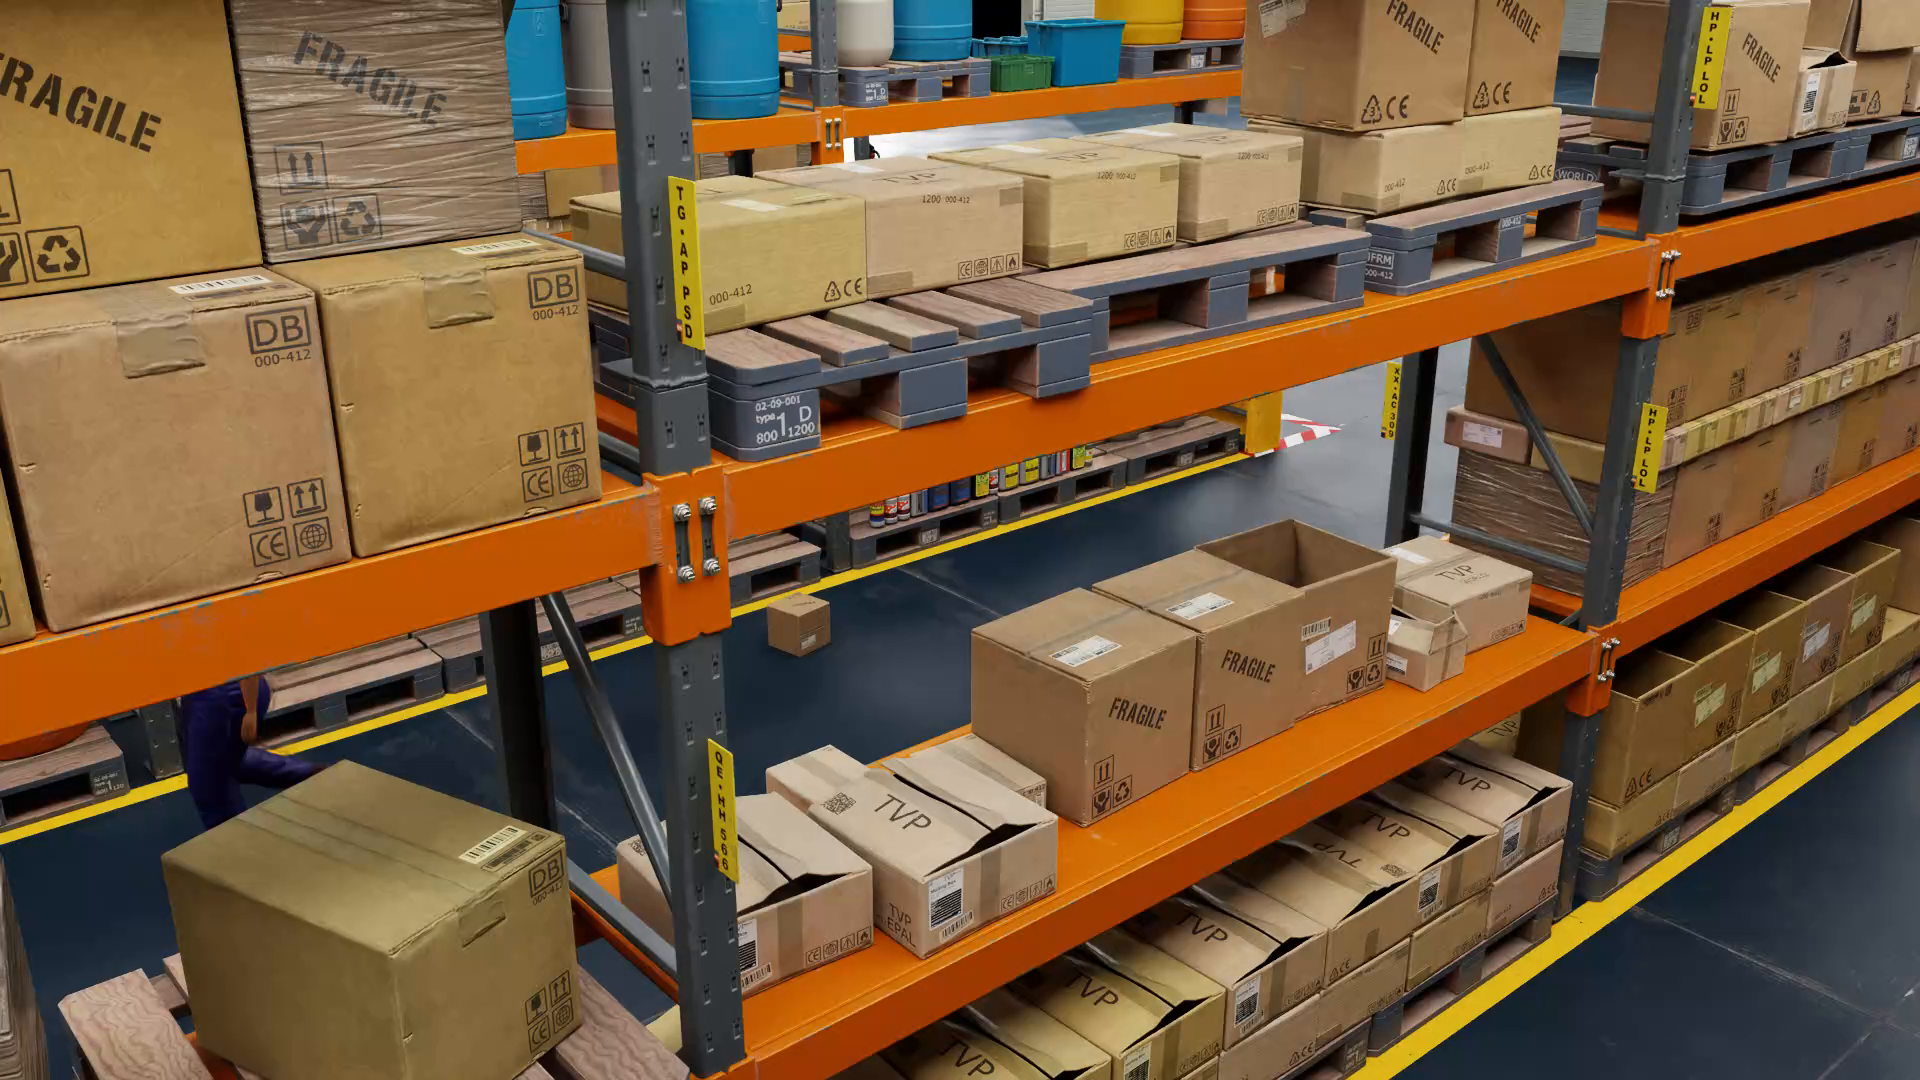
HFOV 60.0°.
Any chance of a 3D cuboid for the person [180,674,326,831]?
[{"bbox_3d":[-3.046,0.632,6.946,0.723,1.610,0.481,-17,27,-37],"label":"person"}]
